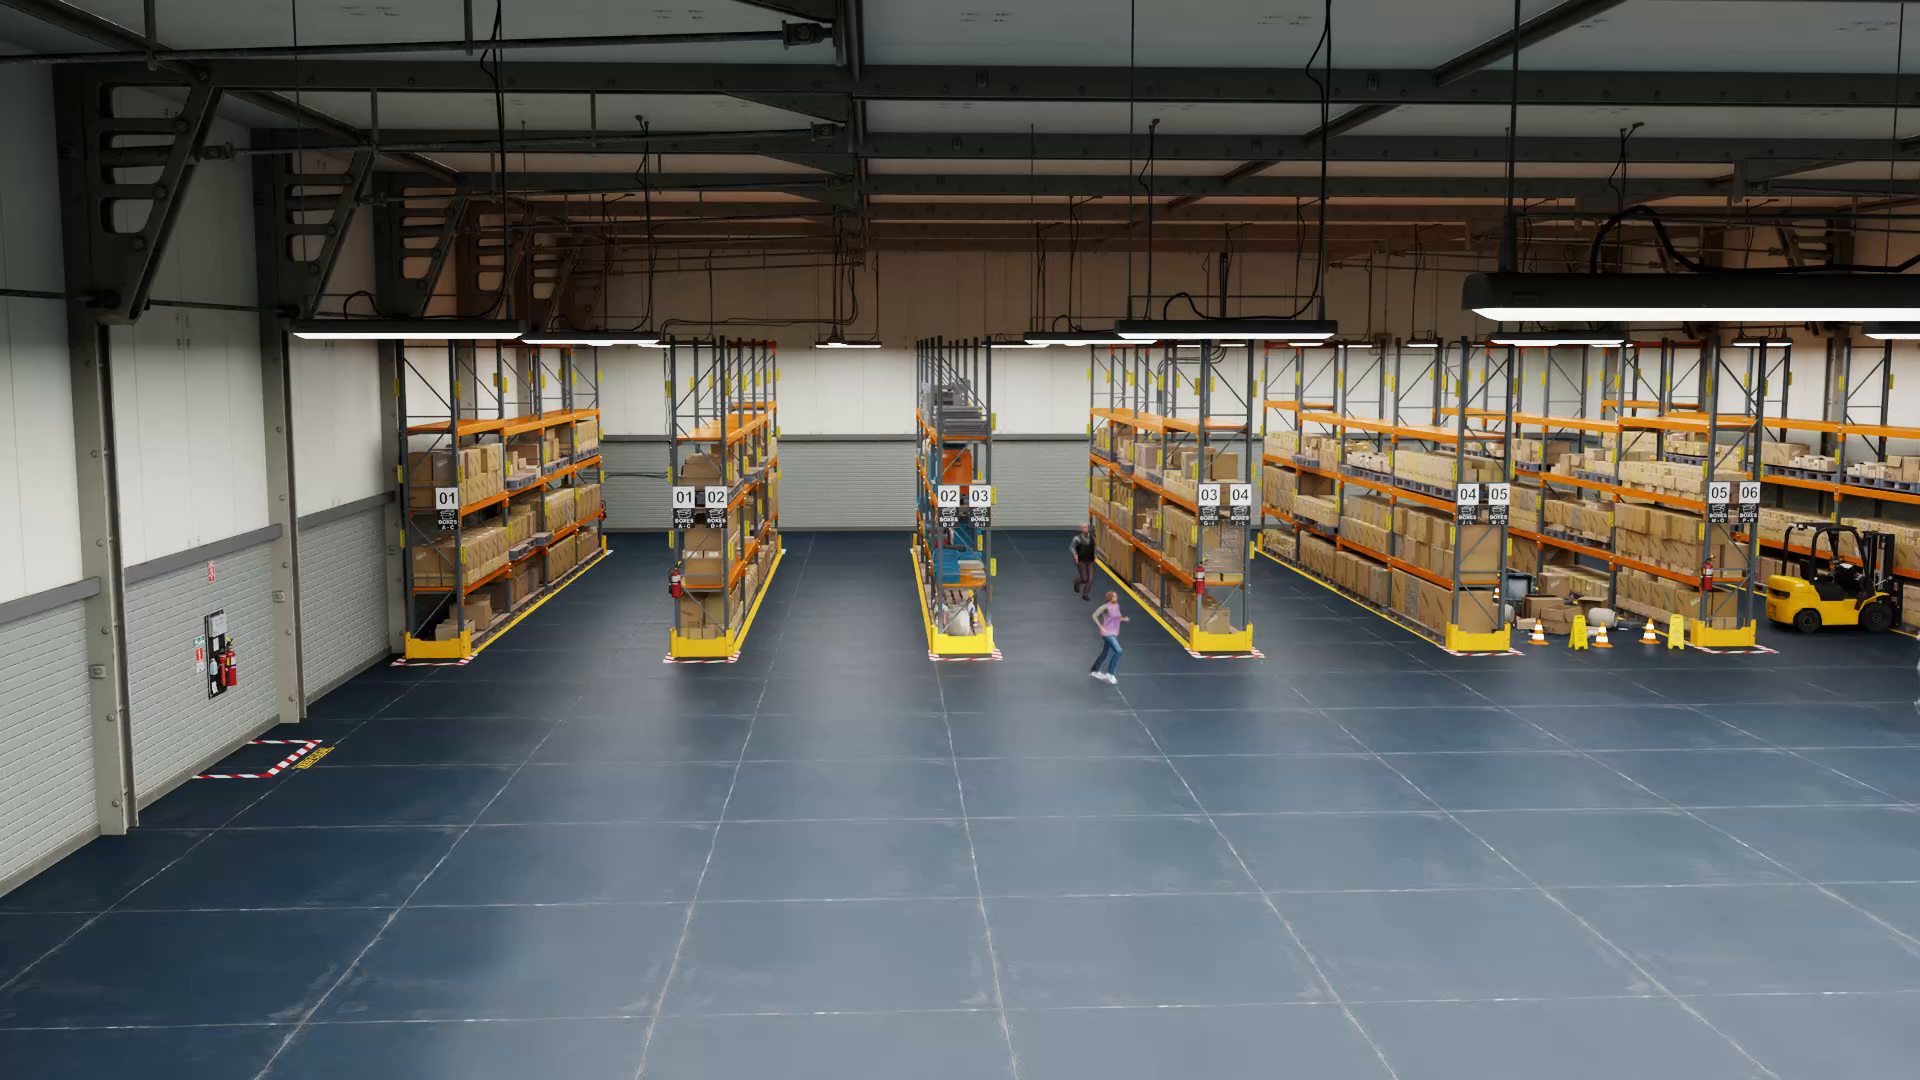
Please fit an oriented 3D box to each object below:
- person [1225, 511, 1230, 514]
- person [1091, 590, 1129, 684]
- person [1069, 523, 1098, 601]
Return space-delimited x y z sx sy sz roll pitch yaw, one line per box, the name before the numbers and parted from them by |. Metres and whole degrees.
person | 7.926 -0.698 48.710 1.008 1.779 0.674 -3 7 -26
person | 2.599 1.677 28.804 0.700 1.640 0.506 4 8 31
person | 2.721 0.477 36.349 0.659 1.688 0.586 -2 7 -21
